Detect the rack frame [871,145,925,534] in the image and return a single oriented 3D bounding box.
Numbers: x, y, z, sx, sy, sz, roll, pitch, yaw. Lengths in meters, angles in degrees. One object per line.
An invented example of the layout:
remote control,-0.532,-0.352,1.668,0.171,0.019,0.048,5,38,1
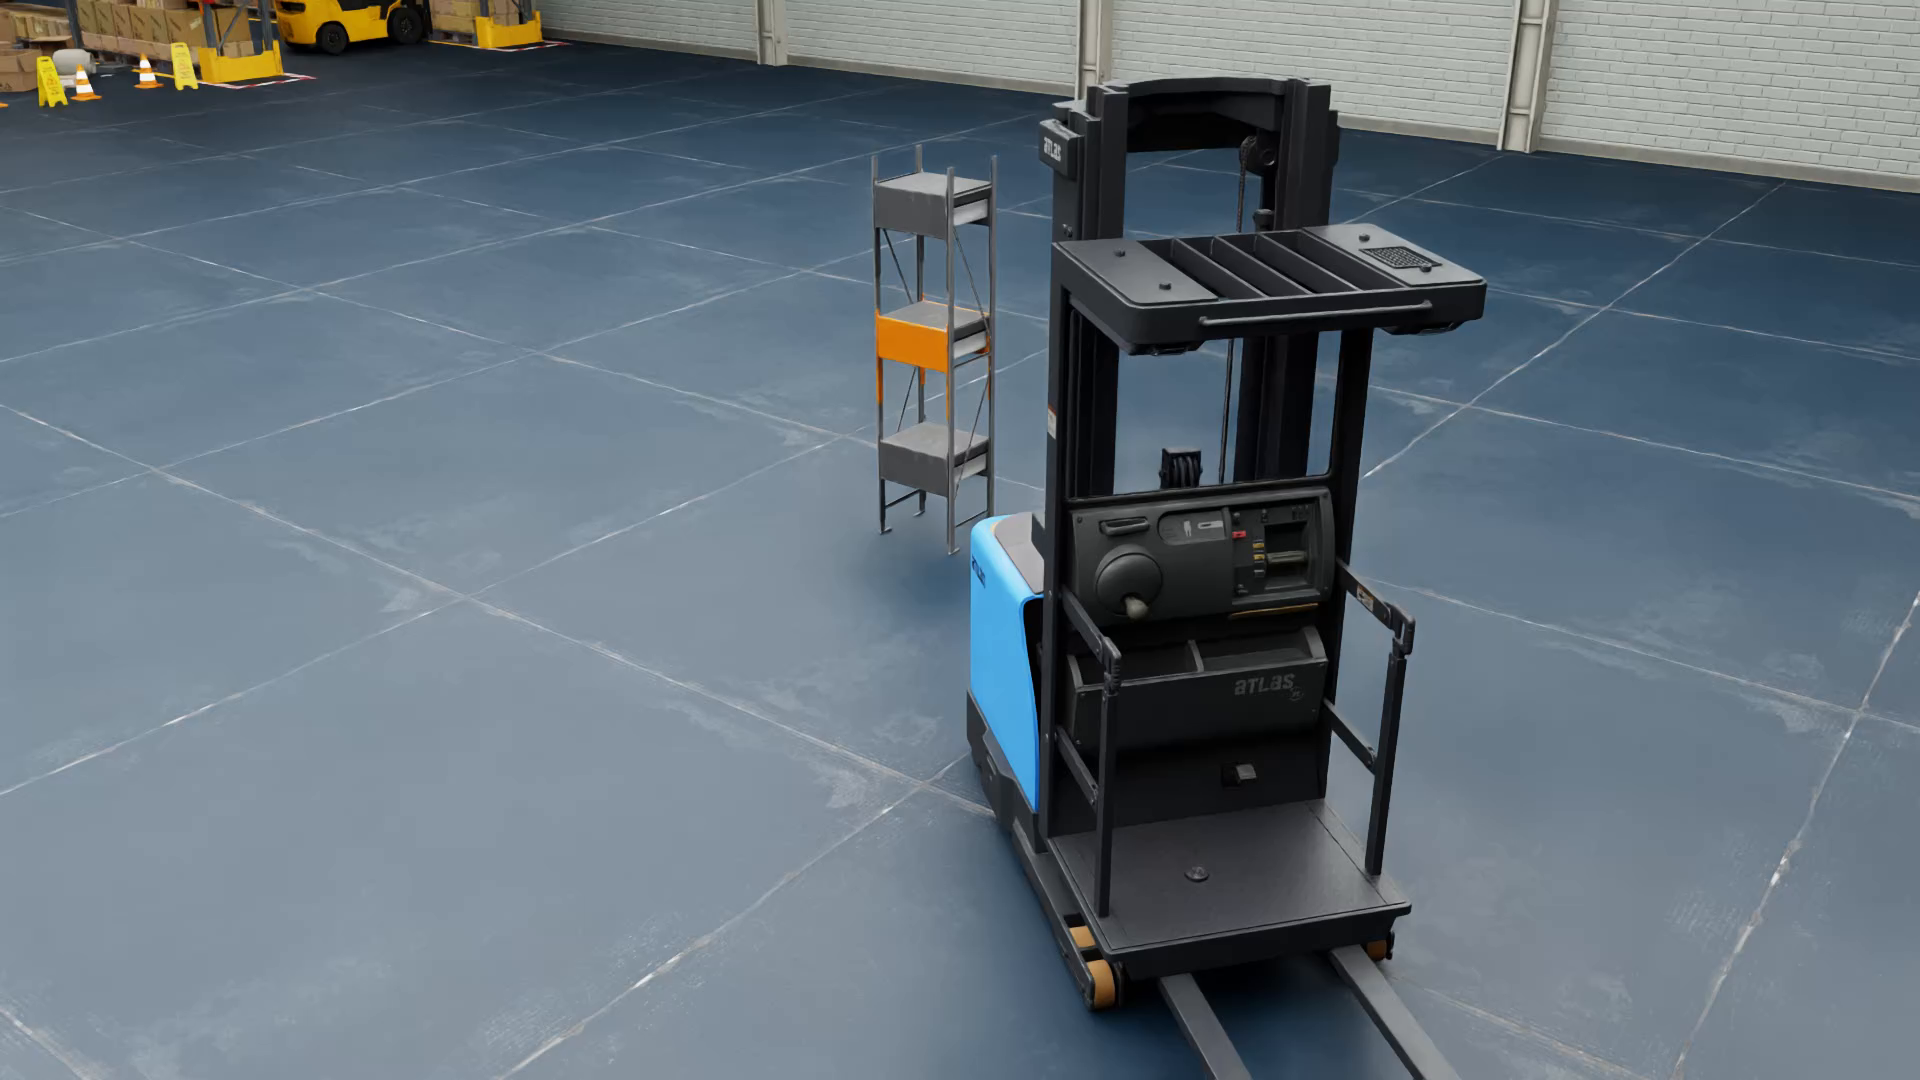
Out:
rack frame,-0.328,-1.060,9.051,0.015,2.100,0.400,17,29,33

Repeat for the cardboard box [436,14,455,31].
cardboard box,-8.708,-8.984,28.810,0.500,0.250,0.500,17,29,33

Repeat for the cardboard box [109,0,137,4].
cardboard box,-12.921,-8.387,25.720,0.250,0.149,0.380,19,30,36

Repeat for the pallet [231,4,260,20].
pallet,-13.516,-10.362,32.506,1.213,0.211,1.003,17,29,33

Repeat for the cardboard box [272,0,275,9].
cardboard box,-12.594,-10.482,31.744,0.625,0.625,0.875,15,28,31

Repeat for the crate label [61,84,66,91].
crate label,-12.902,-6.421,23.652,0.298,0.136,0.250,3,24,6

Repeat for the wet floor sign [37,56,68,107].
wet floor sign,-12.401,-6.246,22.626,0.232,0.644,0.267,12,26,24

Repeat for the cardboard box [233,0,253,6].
cardboard box,-13.661,-10.800,32.466,0.625,0.625,0.875,18,29,35

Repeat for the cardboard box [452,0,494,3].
cardboard box,-8.306,-9.318,28.326,0.500,0.250,0.500,18,29,35

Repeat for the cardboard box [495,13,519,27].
cardboard box,-8.026,-9.031,28.916,0.500,0.250,0.500,17,29,34

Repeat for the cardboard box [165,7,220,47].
cardboard box,-11.522,-7.700,24.964,0.500,0.500,0.500,17,29,34

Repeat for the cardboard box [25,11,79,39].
cardboard box,-14.923,-8.569,27.716,0.625,0.372,0.950,19,30,36

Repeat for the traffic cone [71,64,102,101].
traffic cone,-12.236,-6.400,23.201,0.334,0.463,0.336,17,29,33

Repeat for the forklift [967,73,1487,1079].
forklift,0.883,0.079,5.437,1.130,2.935,3.031,-6,24,-13

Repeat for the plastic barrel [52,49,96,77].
plastic barrel,-13.285,-7.145,24.942,0.512,0.421,0.421,-5,24,-12

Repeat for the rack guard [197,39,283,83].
rack guard,-10.785,-7.188,24.943,0.348,0.500,1.175,17,29,33

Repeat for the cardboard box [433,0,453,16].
cardboard box,-8.722,-9.220,28.724,0.500,0.250,0.500,16,29,33

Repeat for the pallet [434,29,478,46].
pallet,-8.387,-8.811,28.985,1.213,0.211,1.003,17,29,33

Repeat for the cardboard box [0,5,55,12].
cardboard box,-16.084,-8.922,28.517,0.625,0.372,0.950,16,28,32

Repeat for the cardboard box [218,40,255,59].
cardboard box,-11.204,-7.531,25.512,0.500,0.250,0.500,17,29,33

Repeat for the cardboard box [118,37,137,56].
cardboard box,-12.755,-7.732,25.967,0.500,0.250,0.500,16,29,33

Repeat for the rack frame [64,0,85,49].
rack frame,-13.925,-9.280,26.593,0.127,3.000,1.000,17,29,33

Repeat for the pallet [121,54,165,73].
pallet,-12.386,-7.558,26.143,1.213,0.211,1.003,17,29,33

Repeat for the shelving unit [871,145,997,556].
shelving unit,-0.132,-1.001,8.917,0.503,2.100,0.431,17,29,33

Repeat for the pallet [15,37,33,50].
pallet,-15.529,-8.487,28.250,1.213,0.211,1.003,17,29,33

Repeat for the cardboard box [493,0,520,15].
cardboard box,-8.002,-9.259,28.813,0.500,0.250,0.500,17,29,34

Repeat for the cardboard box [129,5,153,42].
cardboard box,-12.341,-7.949,25.531,0.500,0.500,0.500,16,28,32

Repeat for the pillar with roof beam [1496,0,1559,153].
pillar with roof beam,4.055,-7.378,14.835,0.400,9.000,9.100,17,29,33

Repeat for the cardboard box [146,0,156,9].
cardboard box,-12.055,-8.125,25.126,0.250,0.149,0.380,17,29,34

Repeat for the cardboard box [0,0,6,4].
cardboard box,-17.629,-9.661,29.572,0.875,0.875,0.875,17,29,33

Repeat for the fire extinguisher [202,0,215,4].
fire extinguisher,-10.909,-8.101,24.013,0.183,0.674,0.296,17,29,33

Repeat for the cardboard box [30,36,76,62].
cardboard box,-13.884,-7.439,25.512,0.500,0.500,0.500,-5,24,-12

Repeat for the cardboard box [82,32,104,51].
cardboard box,-13.615,-7.984,26.541,0.500,0.250,0.500,15,28,31

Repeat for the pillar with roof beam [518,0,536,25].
pillar with roof beam,-10.349,-11.731,24.714,0.400,9.000,9.100,17,29,33

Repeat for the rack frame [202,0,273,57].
rack frame,-10.724,-8.313,24.397,0.127,3.000,1.000,17,29,33

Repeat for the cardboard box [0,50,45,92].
cardboard box,-13.648,-6.779,24.011,0.637,0.503,0.797,-1,24,-3

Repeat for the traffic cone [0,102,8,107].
traffic cone,-13.185,-6.117,22.560,0.334,0.463,0.336,17,29,33

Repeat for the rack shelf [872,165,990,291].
rack shelf,-0.132,-1.629,8.641,0.480,0.518,0.431,17,29,33

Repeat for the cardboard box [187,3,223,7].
cardboard box,-11.644,-8.005,25.657,0.500,0.500,0.500,16,28,31

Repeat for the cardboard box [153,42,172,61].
cardboard box,-11.942,-7.483,25.404,0.500,0.250,0.500,17,29,33

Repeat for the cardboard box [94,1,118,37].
cardboard box,-13.179,-8.202,26.104,0.500,0.500,0.500,18,30,35

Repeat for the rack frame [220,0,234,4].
rack frame,-14.152,-11.850,32.425,0.127,3.000,1.000,17,29,33

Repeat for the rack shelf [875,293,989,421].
rack shelf,-0.132,-0.988,8.923,0.480,0.518,0.431,17,29,33
